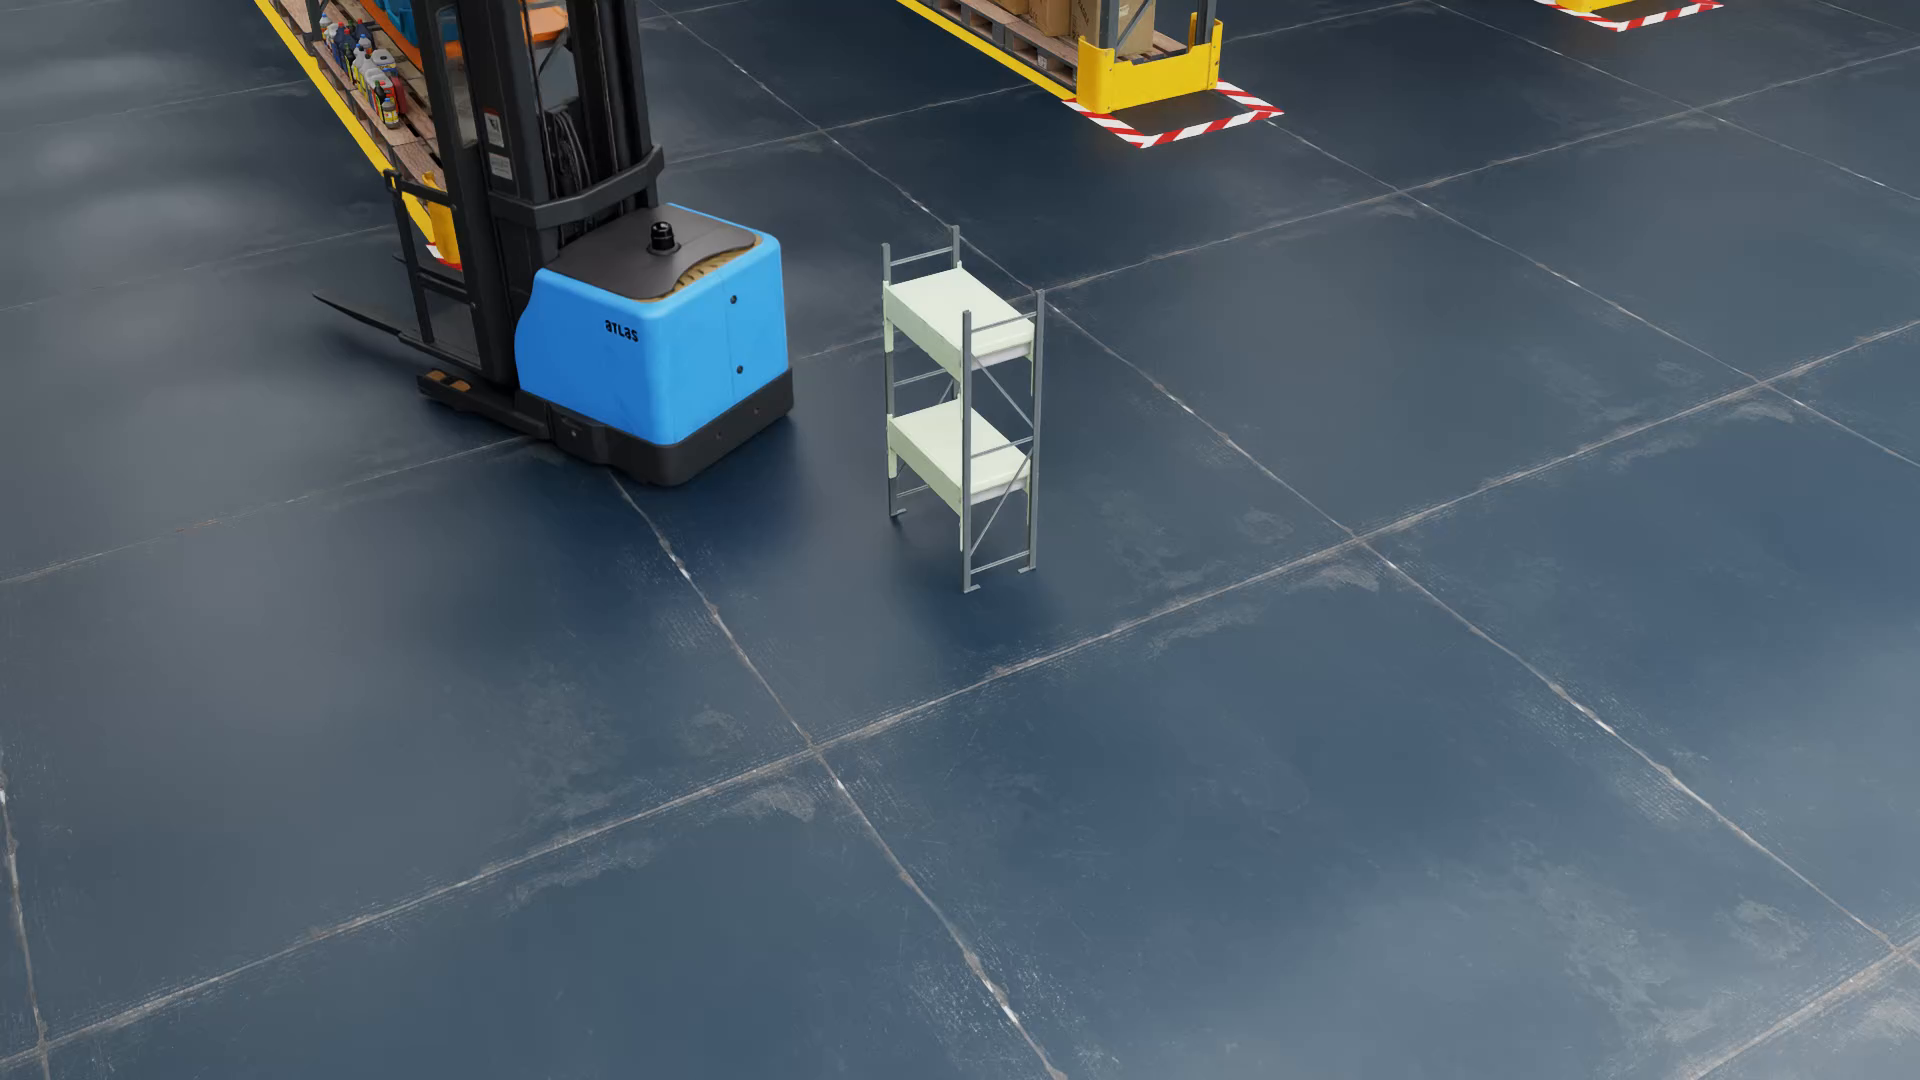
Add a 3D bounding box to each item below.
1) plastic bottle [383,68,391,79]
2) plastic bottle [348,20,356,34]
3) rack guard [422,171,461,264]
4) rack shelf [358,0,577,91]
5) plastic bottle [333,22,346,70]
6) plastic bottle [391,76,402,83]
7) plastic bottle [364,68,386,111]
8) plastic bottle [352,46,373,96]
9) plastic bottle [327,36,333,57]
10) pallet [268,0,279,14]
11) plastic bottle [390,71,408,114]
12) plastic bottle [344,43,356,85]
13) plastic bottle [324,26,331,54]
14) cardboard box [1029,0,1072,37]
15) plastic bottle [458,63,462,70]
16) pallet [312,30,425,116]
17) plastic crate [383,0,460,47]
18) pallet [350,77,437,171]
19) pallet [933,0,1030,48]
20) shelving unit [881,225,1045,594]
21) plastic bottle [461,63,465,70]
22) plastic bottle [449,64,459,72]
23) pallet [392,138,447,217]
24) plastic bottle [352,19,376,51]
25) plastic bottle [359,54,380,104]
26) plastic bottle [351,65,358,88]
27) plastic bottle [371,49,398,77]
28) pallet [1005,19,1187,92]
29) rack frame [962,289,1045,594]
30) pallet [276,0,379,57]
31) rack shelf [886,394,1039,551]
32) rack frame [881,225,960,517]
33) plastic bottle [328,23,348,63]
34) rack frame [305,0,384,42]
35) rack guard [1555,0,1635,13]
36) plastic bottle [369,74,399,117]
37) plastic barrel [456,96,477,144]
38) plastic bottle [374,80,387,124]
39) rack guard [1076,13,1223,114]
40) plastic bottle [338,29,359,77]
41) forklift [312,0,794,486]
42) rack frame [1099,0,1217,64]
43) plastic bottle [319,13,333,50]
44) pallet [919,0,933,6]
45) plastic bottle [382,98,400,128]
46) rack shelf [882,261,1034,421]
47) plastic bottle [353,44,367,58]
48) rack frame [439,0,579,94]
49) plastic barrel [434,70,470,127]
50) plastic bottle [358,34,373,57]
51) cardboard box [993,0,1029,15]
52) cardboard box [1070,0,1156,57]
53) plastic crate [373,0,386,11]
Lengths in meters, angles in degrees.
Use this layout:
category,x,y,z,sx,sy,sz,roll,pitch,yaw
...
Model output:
category,x,y,z,sx,sy,sz,roll,pitch,yaw
plastic bottle,-4.254,-3.409,12.374,0.097,0.201,0.097,0,36,0
plastic bottle,-4.727,-3.909,12.989,0.061,0.283,0.133,-19,40,-24
rack guard,-2.855,-2.221,10.867,1.175,0.500,0.348,-19,40,-24
rack shelf,-3.781,-3.935,11.705,1.077,0.370,4.000,-19,40,-24
plastic bottle,-4.739,-3.819,12.809,0.144,0.351,0.185,-18,40,-23
plastic bottle,-4.152,-3.314,12.244,0.097,0.201,0.097,0,36,0
plastic bottle,-4.250,-3.298,12.158,0.152,0.276,0.135,-20,41,-25
plastic bottle,-4.430,-3.506,12.380,0.144,0.351,0.185,-19,40,-24
plastic bottle,-4.902,-3.897,13.042,0.097,0.201,0.097,0,36,0
pallet,-5.831,-5.131,15.097,1.003,0.211,1.213,-19,40,-24
plastic bottle,-4.089,-3.262,12.103,0.061,0.283,0.133,-19,40,-24
plastic bottle,-4.597,-3.599,12.564,0.061,0.283,0.133,-17,39,-22
plastic bottle,-4.953,-3.949,13.113,0.097,0.201,0.097,0,36,0
cardboard box,0.877,-4.452,13.565,0.500,0.500,0.500,-9,37,-12
plastic bottle,-3.793,-3.652,12.706,0.097,0.201,0.097,0,36,0
pallet,-4.484,-3.765,13.226,1.003,0.211,1.213,-19,40,-24
plastic crate,-3.286,-3.312,10.368,0.499,0.251,0.616,-19,40,-24
pallet,-3.867,-3.142,12.373,1.003,0.211,1.213,-19,40,-24
pallet,0.482,-4.632,14.414,1.003,0.211,1.213,-19,40,-24
shelving unit,0.003,-0.602,7.803,0.431,1.500,0.755,-19,40,-24
plastic bottle,-3.742,-3.628,12.614,0.097,0.271,0.097,0,36,0
plastic bottle,-3.876,-3.734,12.755,0.152,0.276,0.135,-18,40,-23
pallet,-3.258,-2.520,11.522,1.003,0.211,1.213,-19,40,-24
plastic bottle,-4.614,-3.862,12.867,0.144,0.351,0.185,-19,40,-24
plastic bottle,-4.337,-3.411,12.250,0.144,0.351,0.185,-17,40,-22
plastic bottle,-4.522,-3.511,12.514,0.097,0.201,0.097,0,36,0
plastic bottle,-4.315,-3.533,12.480,0.152,0.276,0.135,-19,40,-24
pallet,1.091,-4.011,13.563,1.003,0.211,1.213,-19,40,-24
rack frame,0.187,-0.416,7.547,0.400,1.500,0.023,-19,40,-24
pallet,-5.214,-4.509,14.244,1.003,0.211,1.213,-19,40,-24
rack shelf,0.003,-0.339,7.995,0.431,0.370,0.720,-19,40,-24
rack frame,-0.181,-0.789,8.059,0.400,1.500,0.023,-19,40,-24
plastic bottle,-4.818,-3.874,12.948,0.152,0.276,0.135,-17,40,-22
rack frame,-4.785,-5.246,12.889,1.000,3.000,0.127,-19,40,-24
rack guard,5.858,-5.070,14.768,1.175,0.500,0.348,-19,40,-24
plastic bottle,-4.181,-3.227,12.061,0.152,0.276,0.135,-19,40,-24
plastic barrel,-3.173,-2.684,11.135,0.421,0.512,0.421,0,36,0
plastic bottle,-4.152,-3.147,11.946,0.061,0.283,0.133,-18,40,-23
rack guard,1.468,-3.703,12.896,1.175,0.500,0.348,-19,40,-24
plastic bottle,-4.644,-3.723,12.677,0.144,0.351,0.185,-21,41,-26
forklift,-2.418,-2.134,8.686,3.031,2.935,1.130,22,41,27
rack frame,1.507,-4.674,12.106,1.000,3.000,0.127,-19,40,-24
plastic bottle,-5.004,-4.029,13.164,0.097,0.271,0.097,0,36,0
pallet,-0.135,-5.255,15.266,1.003,0.211,1.213,-19,40,-24
plastic bottle,-4.078,-3.060,11.896,0.097,0.201,0.097,0,36,0
rack shelf,0.003,-0.917,7.573,0.431,0.370,0.720,-19,40,-24
plastic bottle,-4.538,-3.627,12.613,0.097,0.271,0.097,0,36,0
rack frame,-2.776,-3.206,10.096,1.000,3.000,0.127,-19,40,-24
plastic barrel,-3.424,-2.939,11.485,0.421,0.512,0.421,0,36,0
plastic bottle,-4.561,-3.749,12.780,0.097,0.271,0.097,0,36,0
cardboard box,0.579,-4.777,14.010,0.500,0.500,0.500,-15,39,-20
cardboard box,1.207,-4.157,13.162,0.500,0.500,0.500,-12,38,-16
plastic crate,-3.607,-3.645,10.824,0.499,0.251,0.408,-19,40,-24
